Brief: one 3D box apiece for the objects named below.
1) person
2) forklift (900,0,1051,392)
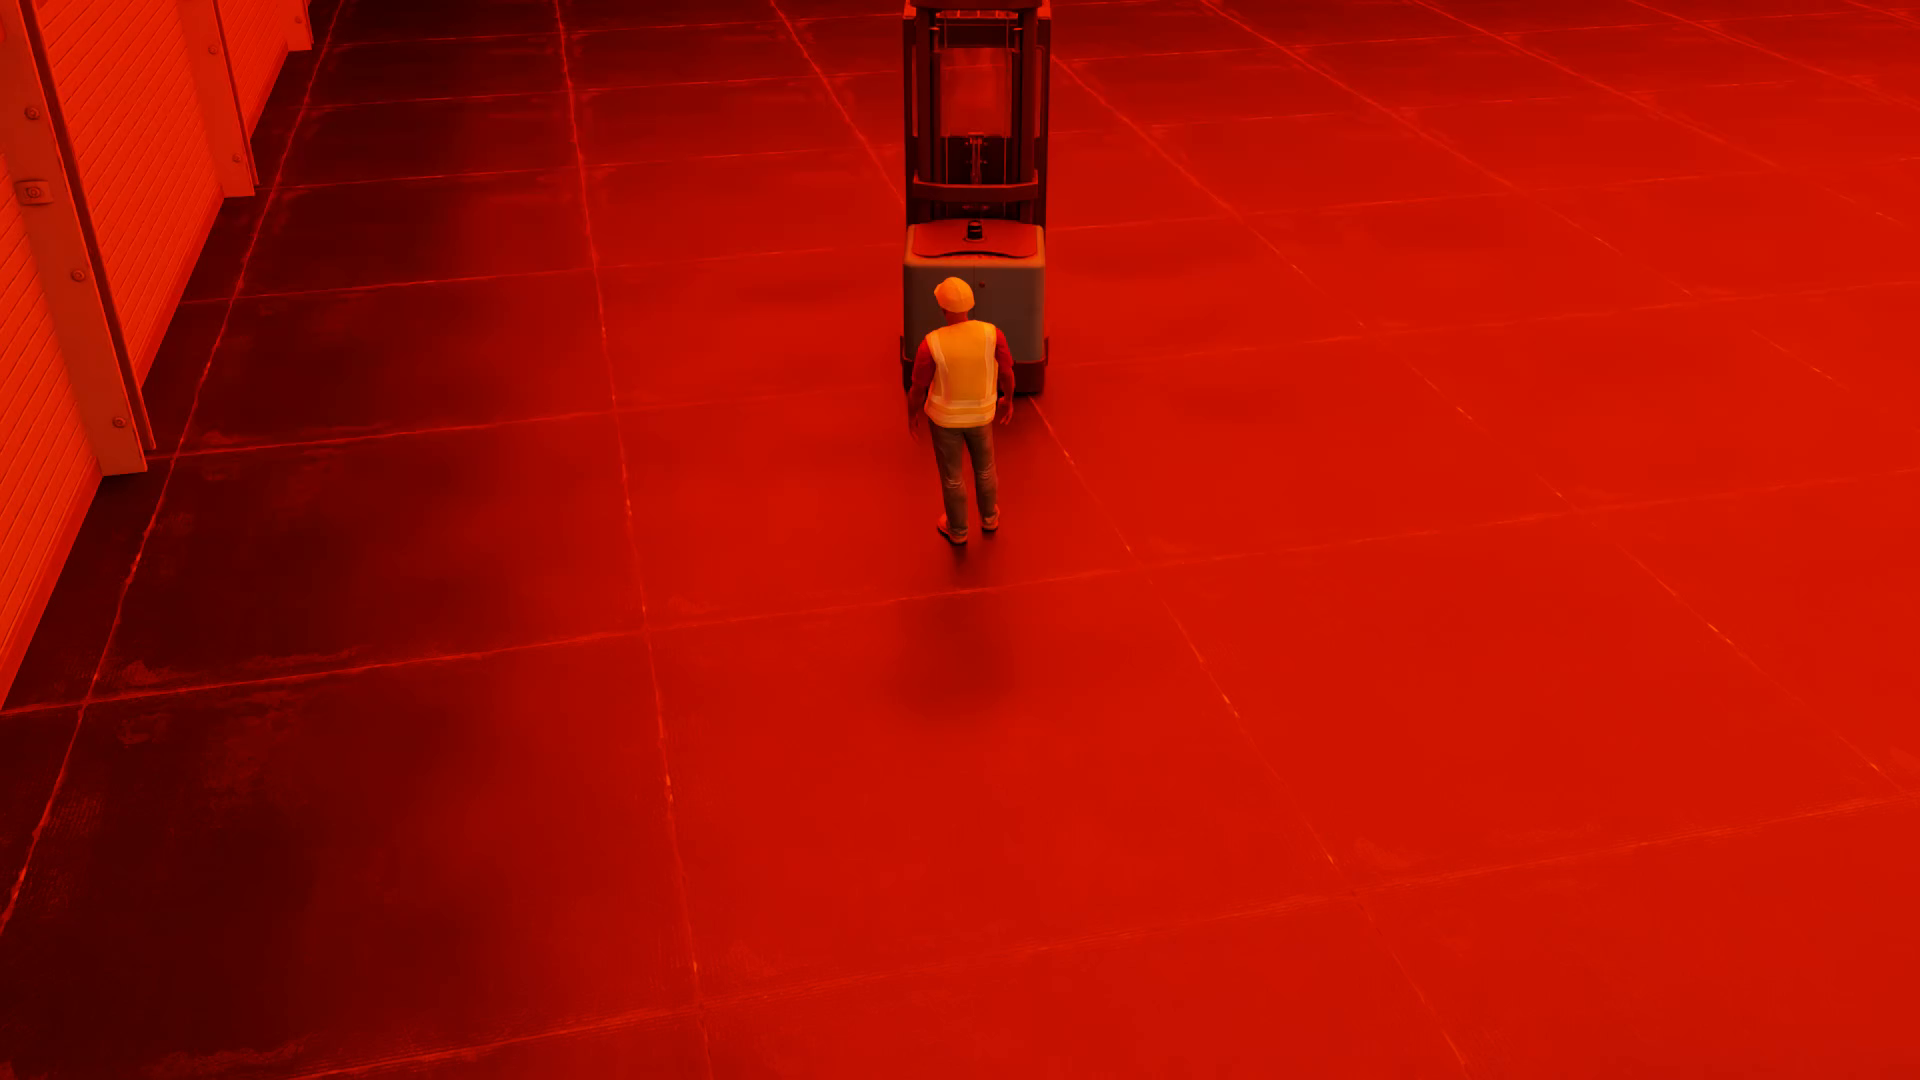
[{"bbox_3d":[-0.010,-0.805,10.113,0.665,1.765,0.577,-7,31,-12],"label":"person"},{"bbox_3d":[0.129,-3.055,12.852,1.130,2.935,3.031,1,30,1],"label":"forklift"}]
